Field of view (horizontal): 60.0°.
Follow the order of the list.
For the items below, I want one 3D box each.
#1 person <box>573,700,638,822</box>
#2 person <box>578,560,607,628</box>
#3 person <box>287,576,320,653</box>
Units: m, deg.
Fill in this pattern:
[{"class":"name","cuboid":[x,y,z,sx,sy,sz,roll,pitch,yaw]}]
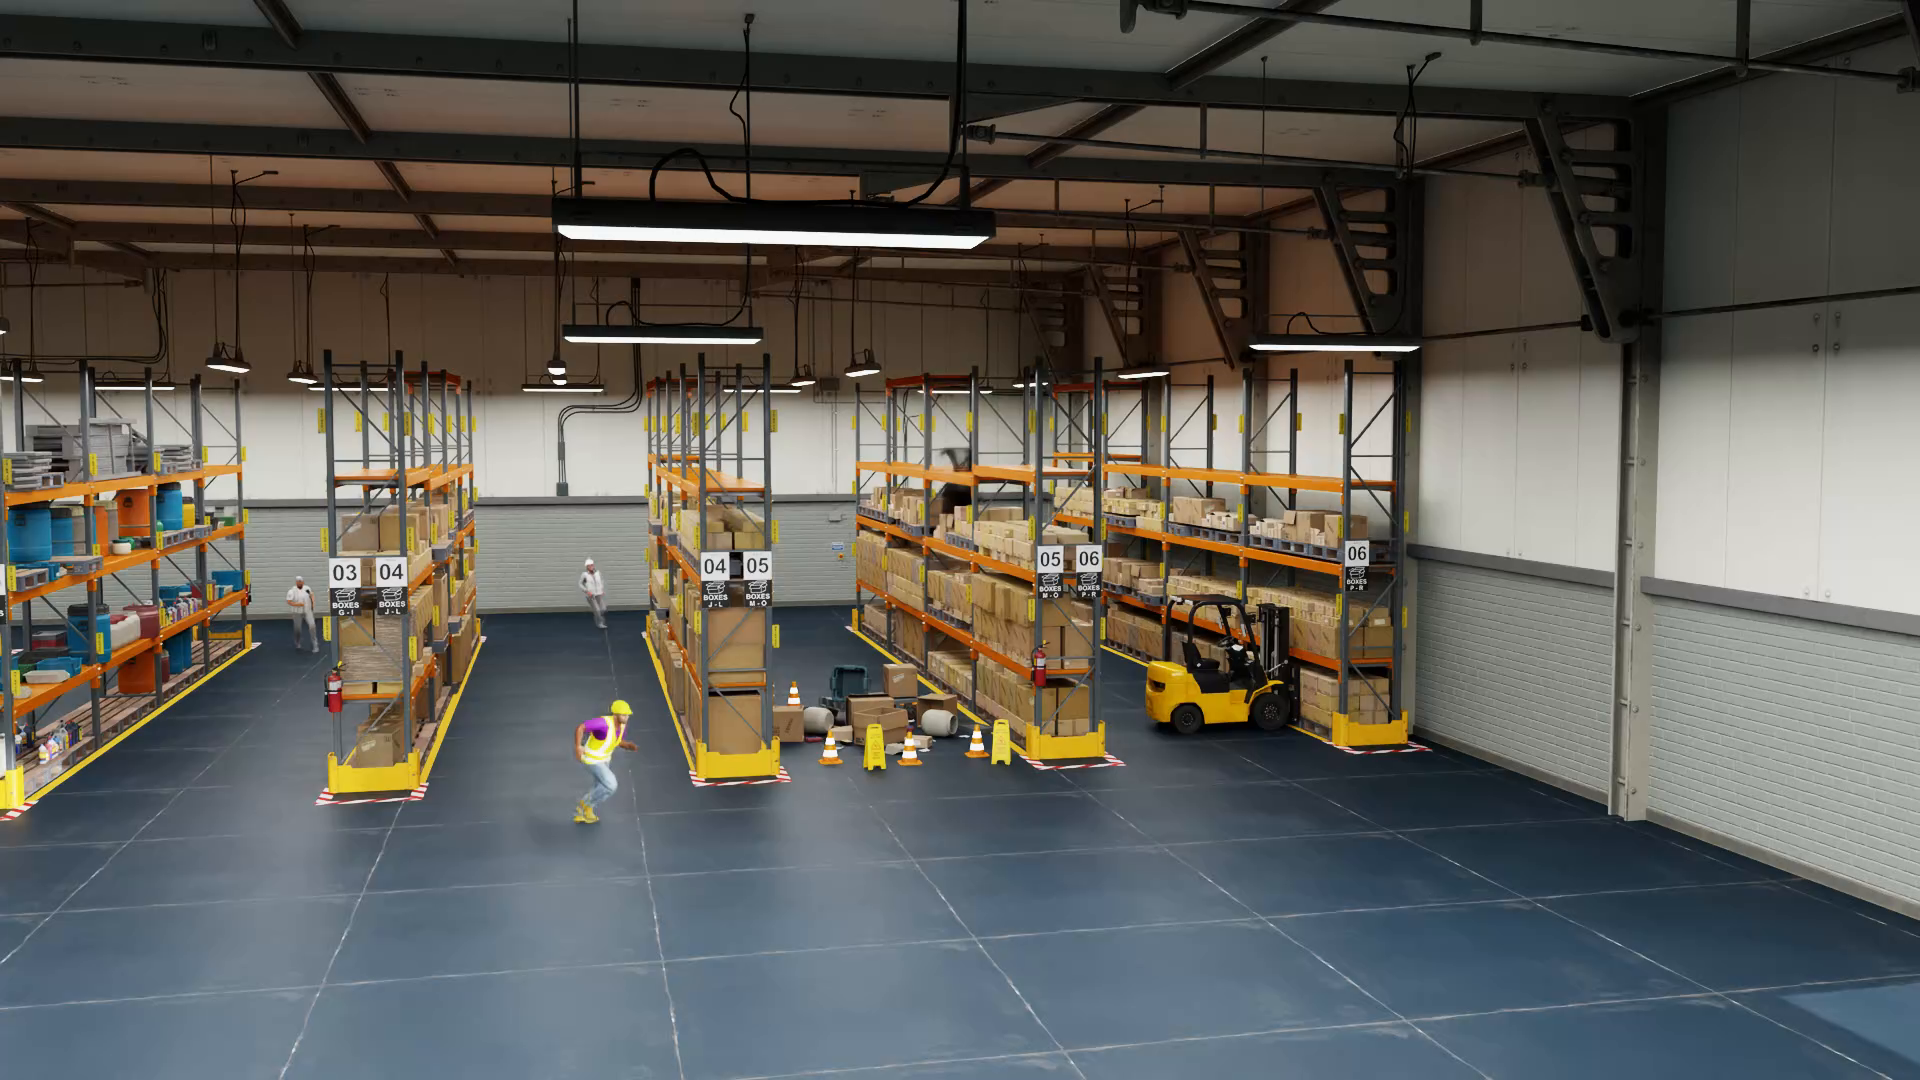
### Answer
[{"class":"person","cuboid":[-4.454,2.768,20.655,0.884,1.578,0.739,2,4,21]},{"class":"person","cuboid":[-8.994,1.324,40.712,0.724,1.714,0.542,-3,5,-35]},{"class":"person","cuboid":[-14.511,1.635,36.641,0.601,1.688,0.876,-2,5,-30]}]
